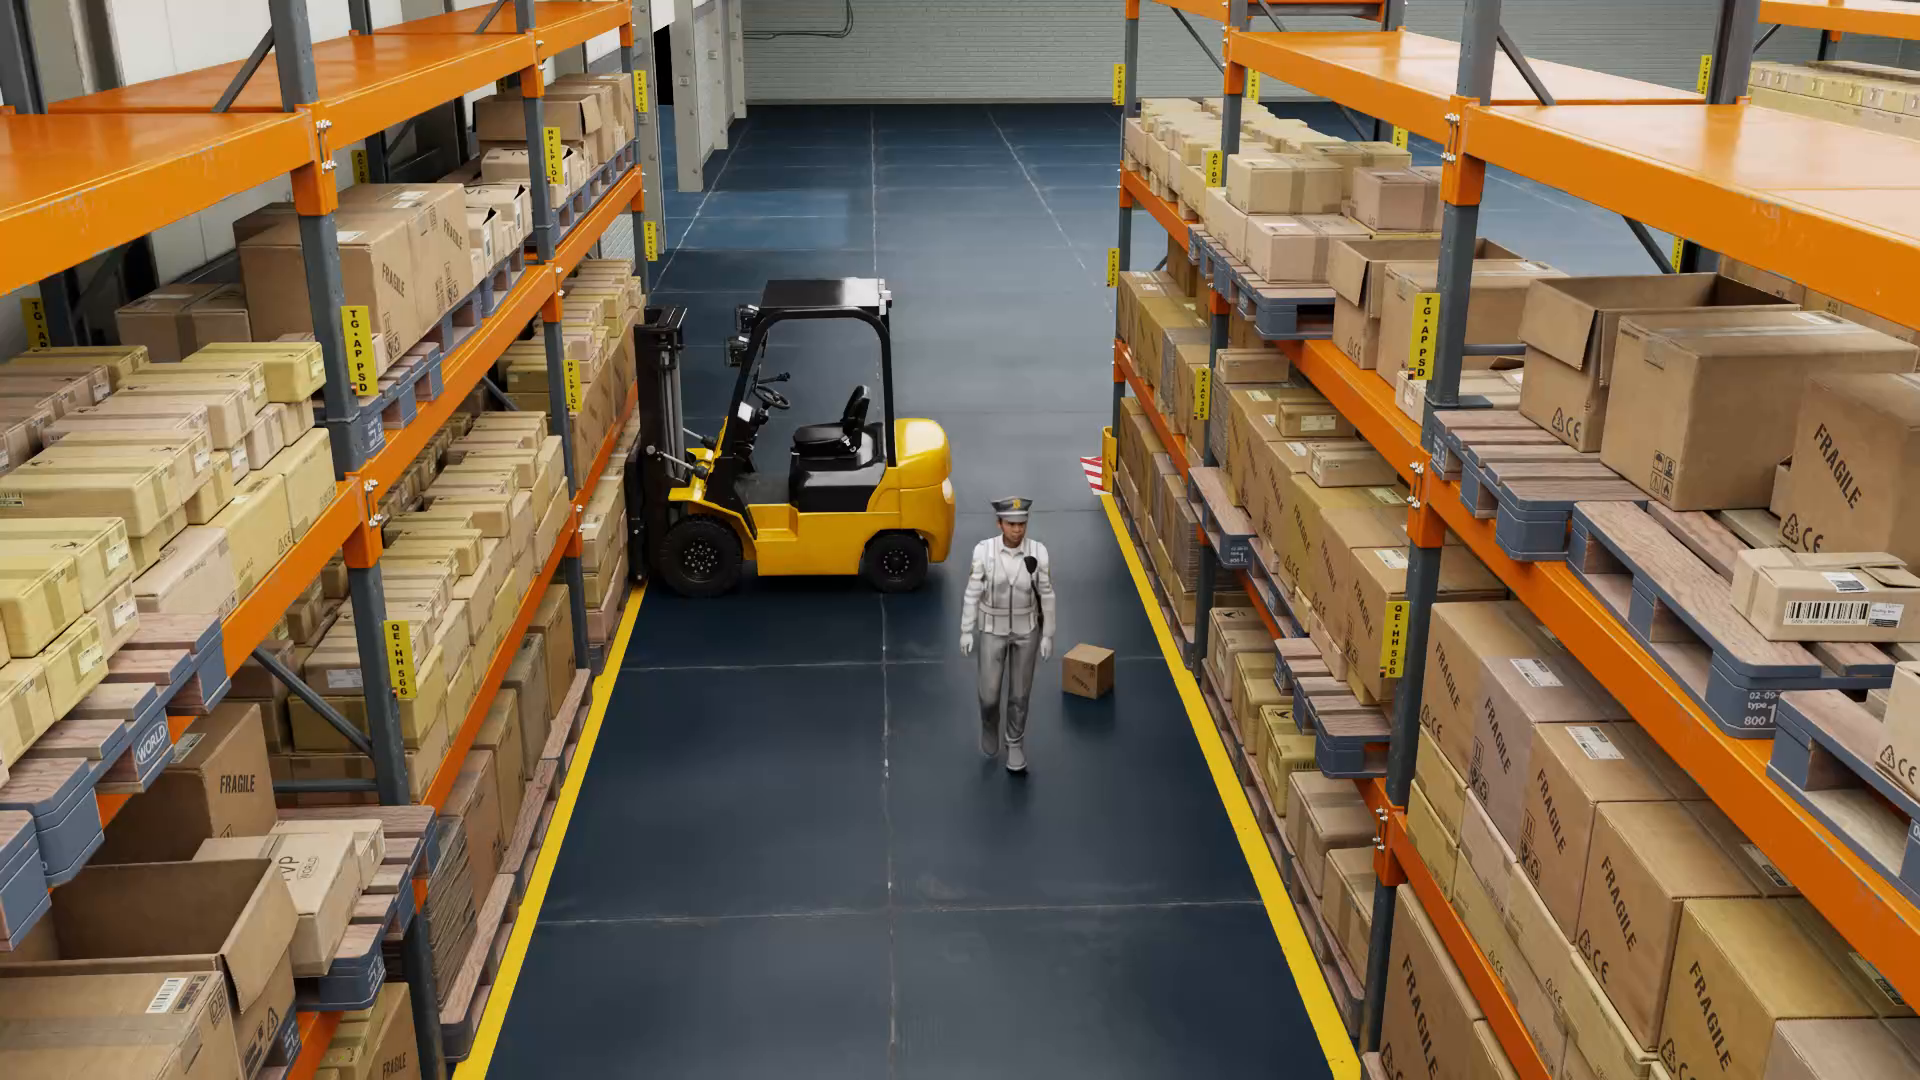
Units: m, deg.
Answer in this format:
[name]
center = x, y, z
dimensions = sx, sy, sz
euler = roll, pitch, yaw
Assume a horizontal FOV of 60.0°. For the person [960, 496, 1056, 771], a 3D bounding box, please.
[person]
center = 0.277, 0.540, 9.553
dimensions = 0.547, 1.675, 0.437
euler = -1, 21, -3
